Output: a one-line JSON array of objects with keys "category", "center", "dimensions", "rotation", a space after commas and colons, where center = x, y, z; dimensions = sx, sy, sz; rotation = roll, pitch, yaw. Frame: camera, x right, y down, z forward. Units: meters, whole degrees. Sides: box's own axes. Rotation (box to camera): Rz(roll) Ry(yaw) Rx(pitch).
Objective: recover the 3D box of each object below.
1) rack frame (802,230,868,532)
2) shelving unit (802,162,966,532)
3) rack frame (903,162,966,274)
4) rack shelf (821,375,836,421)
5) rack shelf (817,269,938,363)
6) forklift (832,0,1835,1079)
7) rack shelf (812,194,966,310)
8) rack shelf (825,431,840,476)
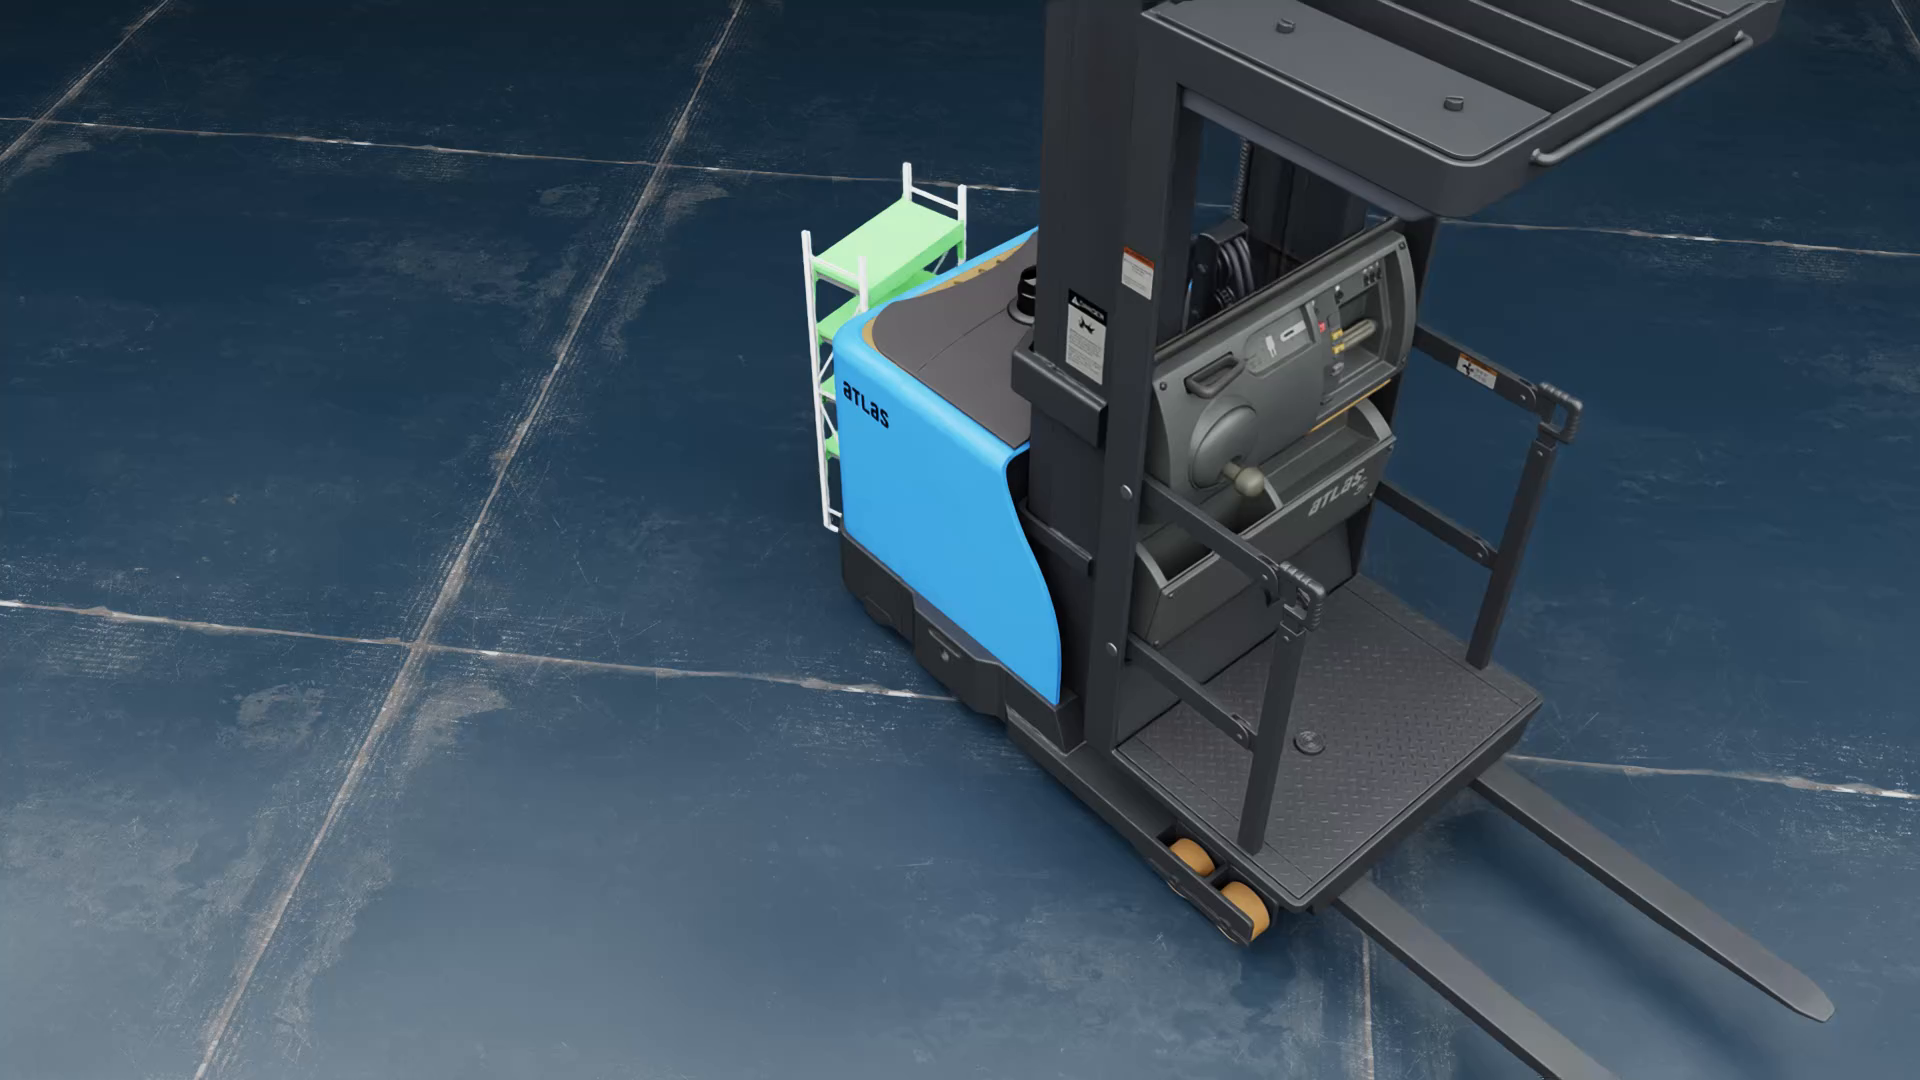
[{"category": "rack frame", "center": [-0.374, -0.441, 5.343], "dimensions": [0.240, 1.200, 0.015], "rotation": [27, 50, 26]}, {"category": "shelving unit", "center": [-0.227, -0.574, 5.484], "dimensions": [0.258, 1.200, 0.503], "rotation": [27, 50, 26]}, {"category": "rack frame", "center": [-0.080, -0.708, 5.625], "dimensions": [0.240, 1.200, 0.015], "rotation": [27, 50, 26]}, {"category": "rack shelf", "center": [-0.227, -0.528, 5.528], "dimensions": [0.258, 0.148, 0.480], "rotation": [27, 50, 26]}, {"category": "rack shelf", "center": [-0.227, -0.702, 5.363], "dimensions": [0.258, 0.148, 0.480], "rotation": [27, 50, 26]}, {"category": "forklift", "center": [0.957, -0.356, 3.995], "dimensions": [1.130, 2.935, 3.031], "rotation": [-31, 52, -29]}, {"category": "rack shelf", "center": [-0.227, -0.877, 5.198], "dimensions": [0.258, 0.148, 0.480], "rotation": [27, 50, 26]}, {"category": "rack shelf", "center": [-0.227, -0.354, 5.693], "dimensions": [0.258, 0.148, 0.480], "rotation": [27, 50, 26]}]
